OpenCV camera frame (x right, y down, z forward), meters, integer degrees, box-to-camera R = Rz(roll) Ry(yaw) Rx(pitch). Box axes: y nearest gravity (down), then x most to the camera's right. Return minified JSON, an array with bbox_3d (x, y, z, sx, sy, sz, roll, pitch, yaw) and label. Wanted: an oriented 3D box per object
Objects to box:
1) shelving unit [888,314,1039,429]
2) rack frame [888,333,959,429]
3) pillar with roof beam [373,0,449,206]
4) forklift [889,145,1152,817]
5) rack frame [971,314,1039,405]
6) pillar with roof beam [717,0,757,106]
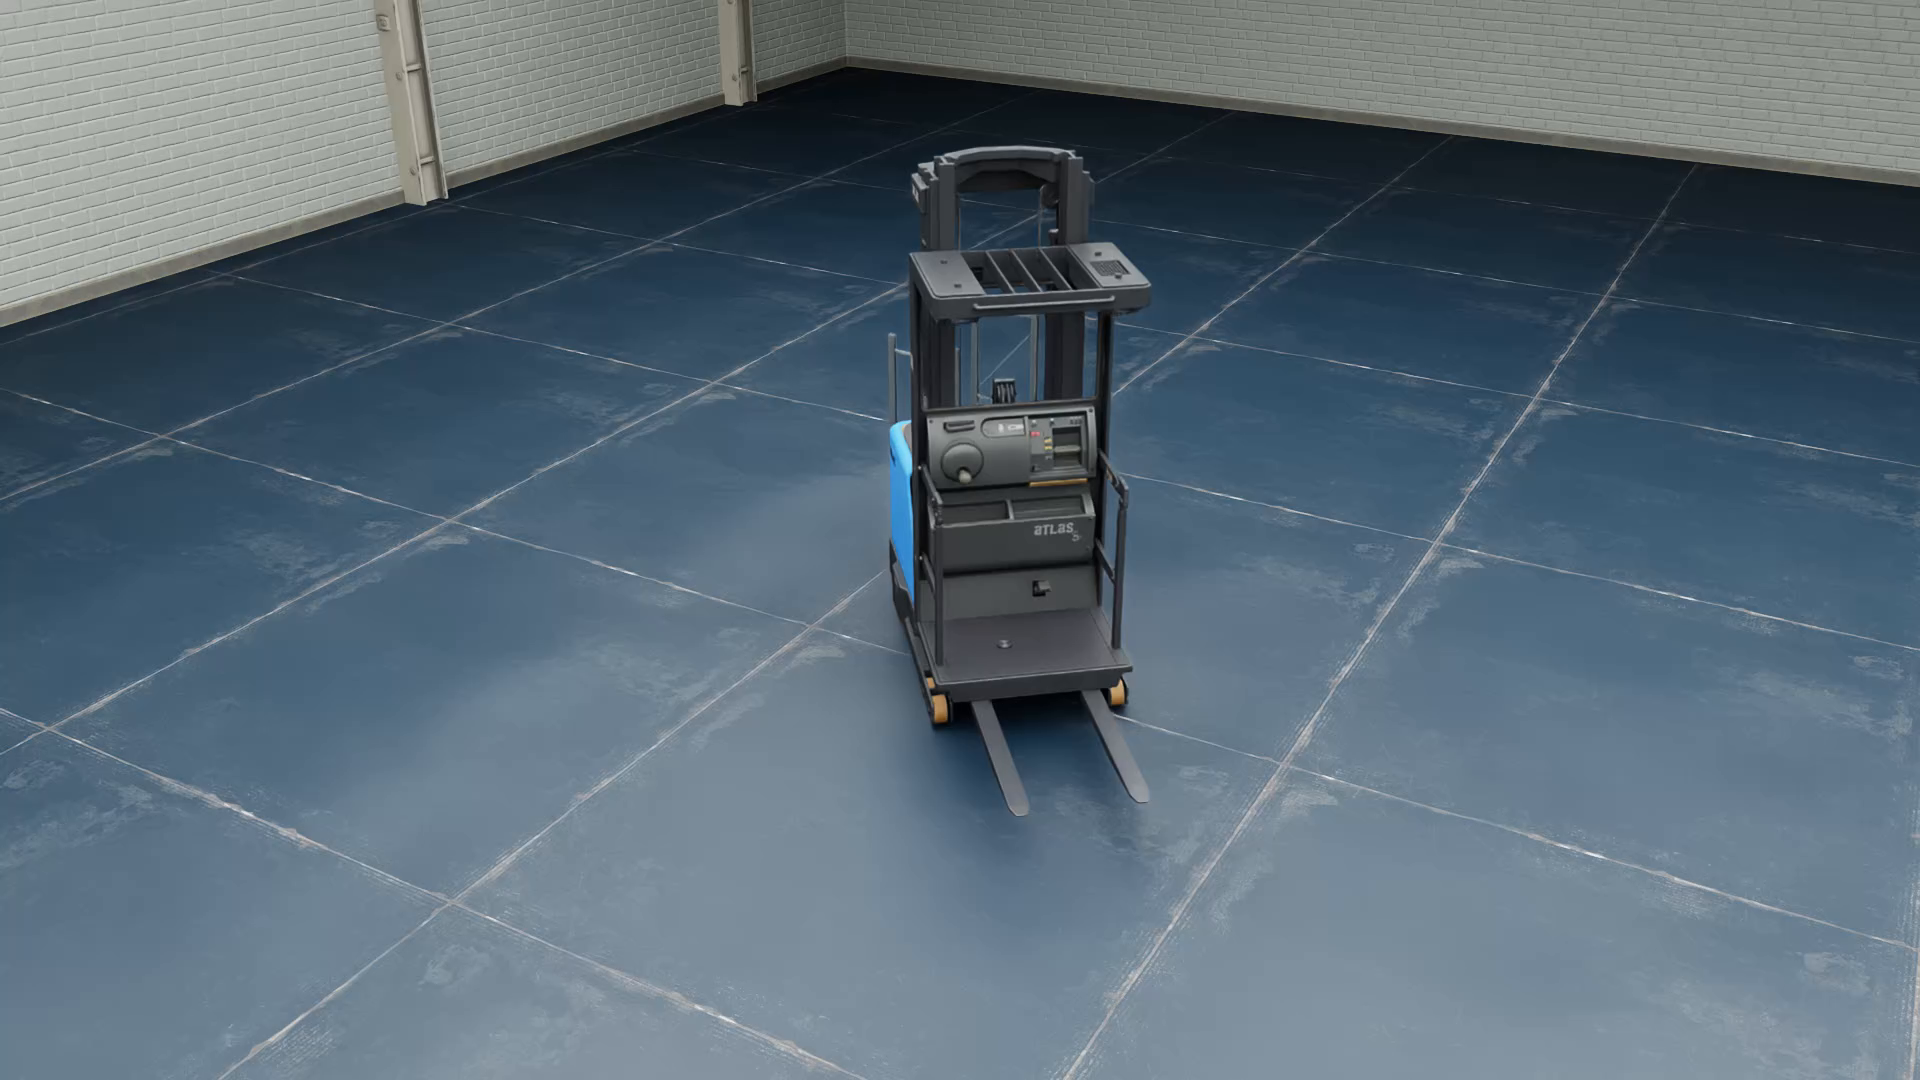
[{"bbox_3d":[0.035,-0.754,11.000,0.538,1.500,1.048,15,30,28],"label":"shelving unit"},{"bbox_3d":[-0.230,-0.559,10.612,0.500,1.500,0.032,15,30,28],"label":"rack frame"},{"bbox_3d":[-2.315,-6.940,14.981,9.100,9.000,0.400,14,30,26],"label":"pillar with roof beam"},{"bbox_3d":[0.324,-0.474,8.842,1.130,2.935,3.031,-5,27,-9],"label":"forklift"},{"bbox_3d":[0.300,-0.948,11.388,0.500,1.500,0.032,15,30,28],"label":"rack frame"},{"bbox_3d":[0.637,-9.278,19.652,9.100,9.000,0.400,14,30,26],"label":"pillar with roof beam"}]
